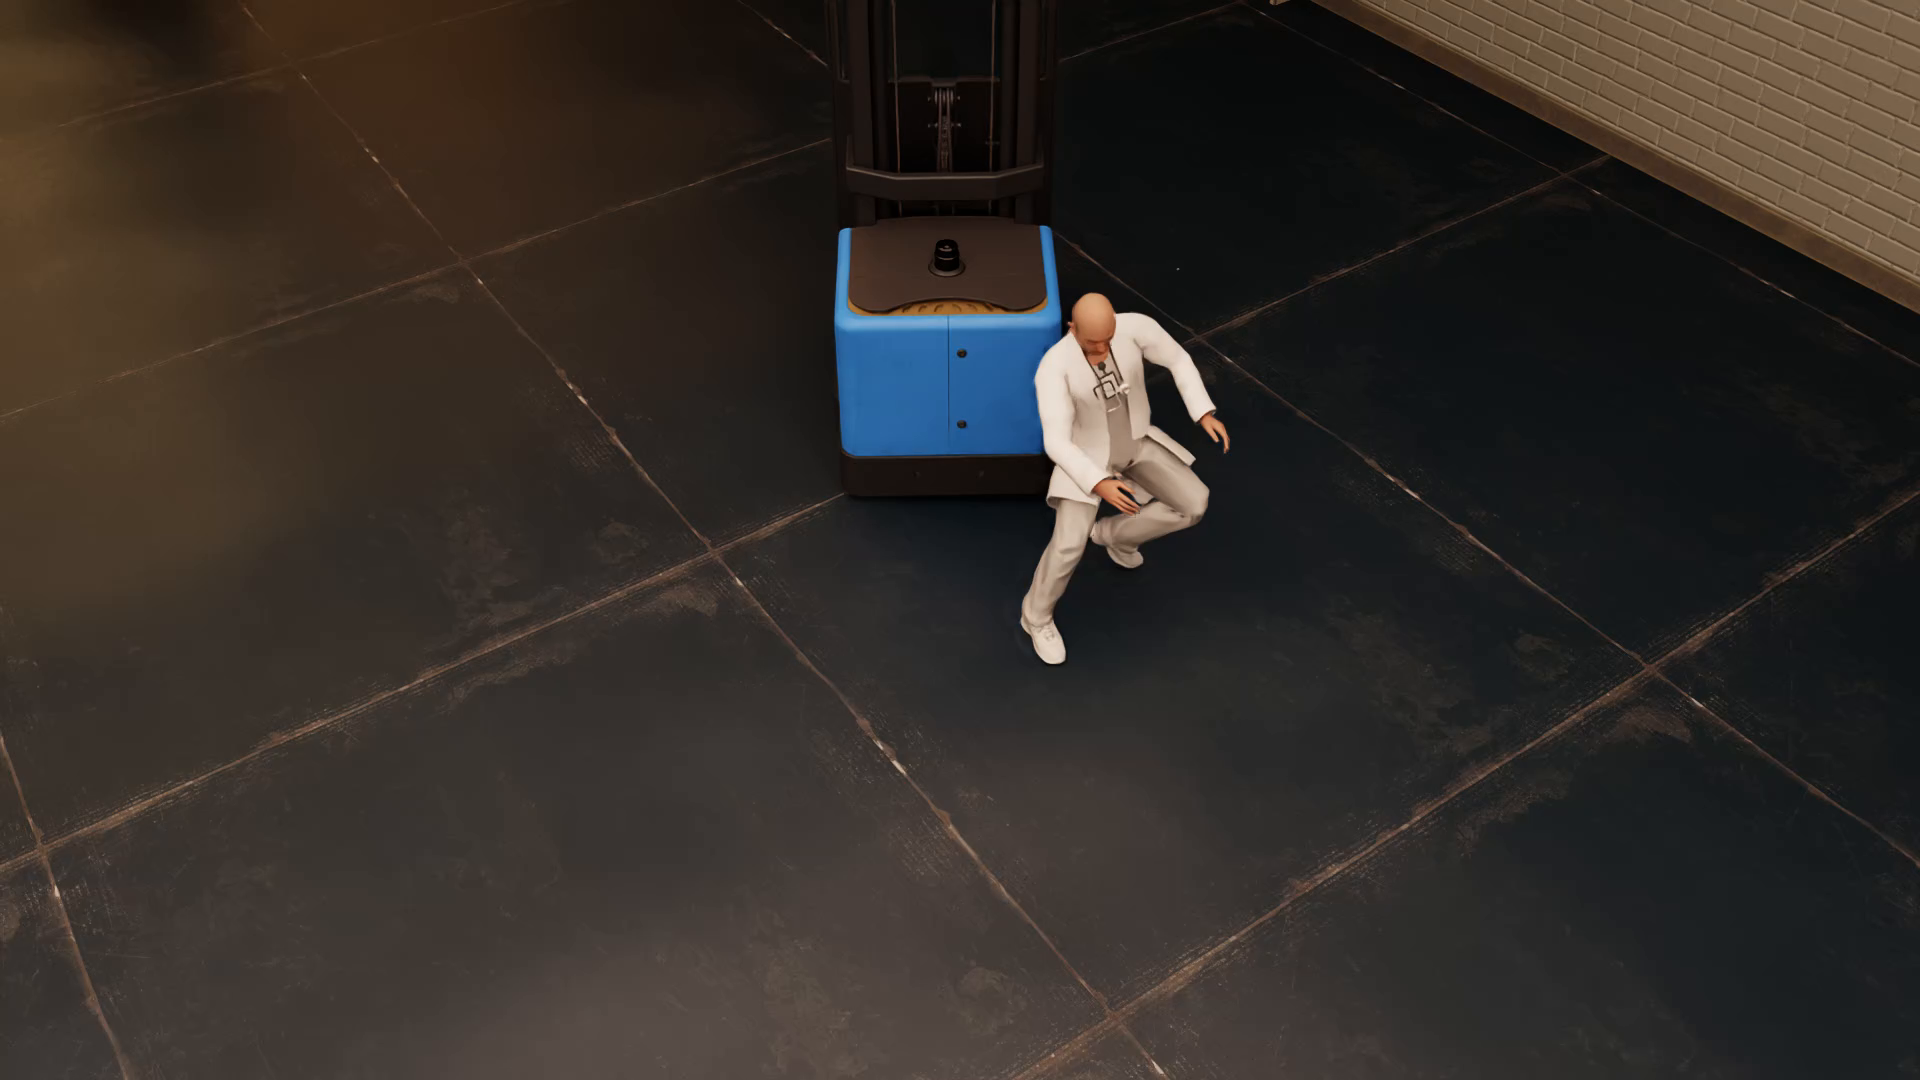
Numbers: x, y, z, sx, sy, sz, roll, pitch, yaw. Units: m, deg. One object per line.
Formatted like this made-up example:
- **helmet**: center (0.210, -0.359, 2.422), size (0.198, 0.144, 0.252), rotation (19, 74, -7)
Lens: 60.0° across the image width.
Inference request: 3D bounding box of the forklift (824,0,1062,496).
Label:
- **forklift**: center (-0.087, -2.267, 8.175), size (1.130, 2.935, 3.031), rotation (-1, 43, -1)

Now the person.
- **person**: center (0.664, -0.305, 7.050), size (0.886, 1.566, 0.773), rotation (-16, 45, -16)
